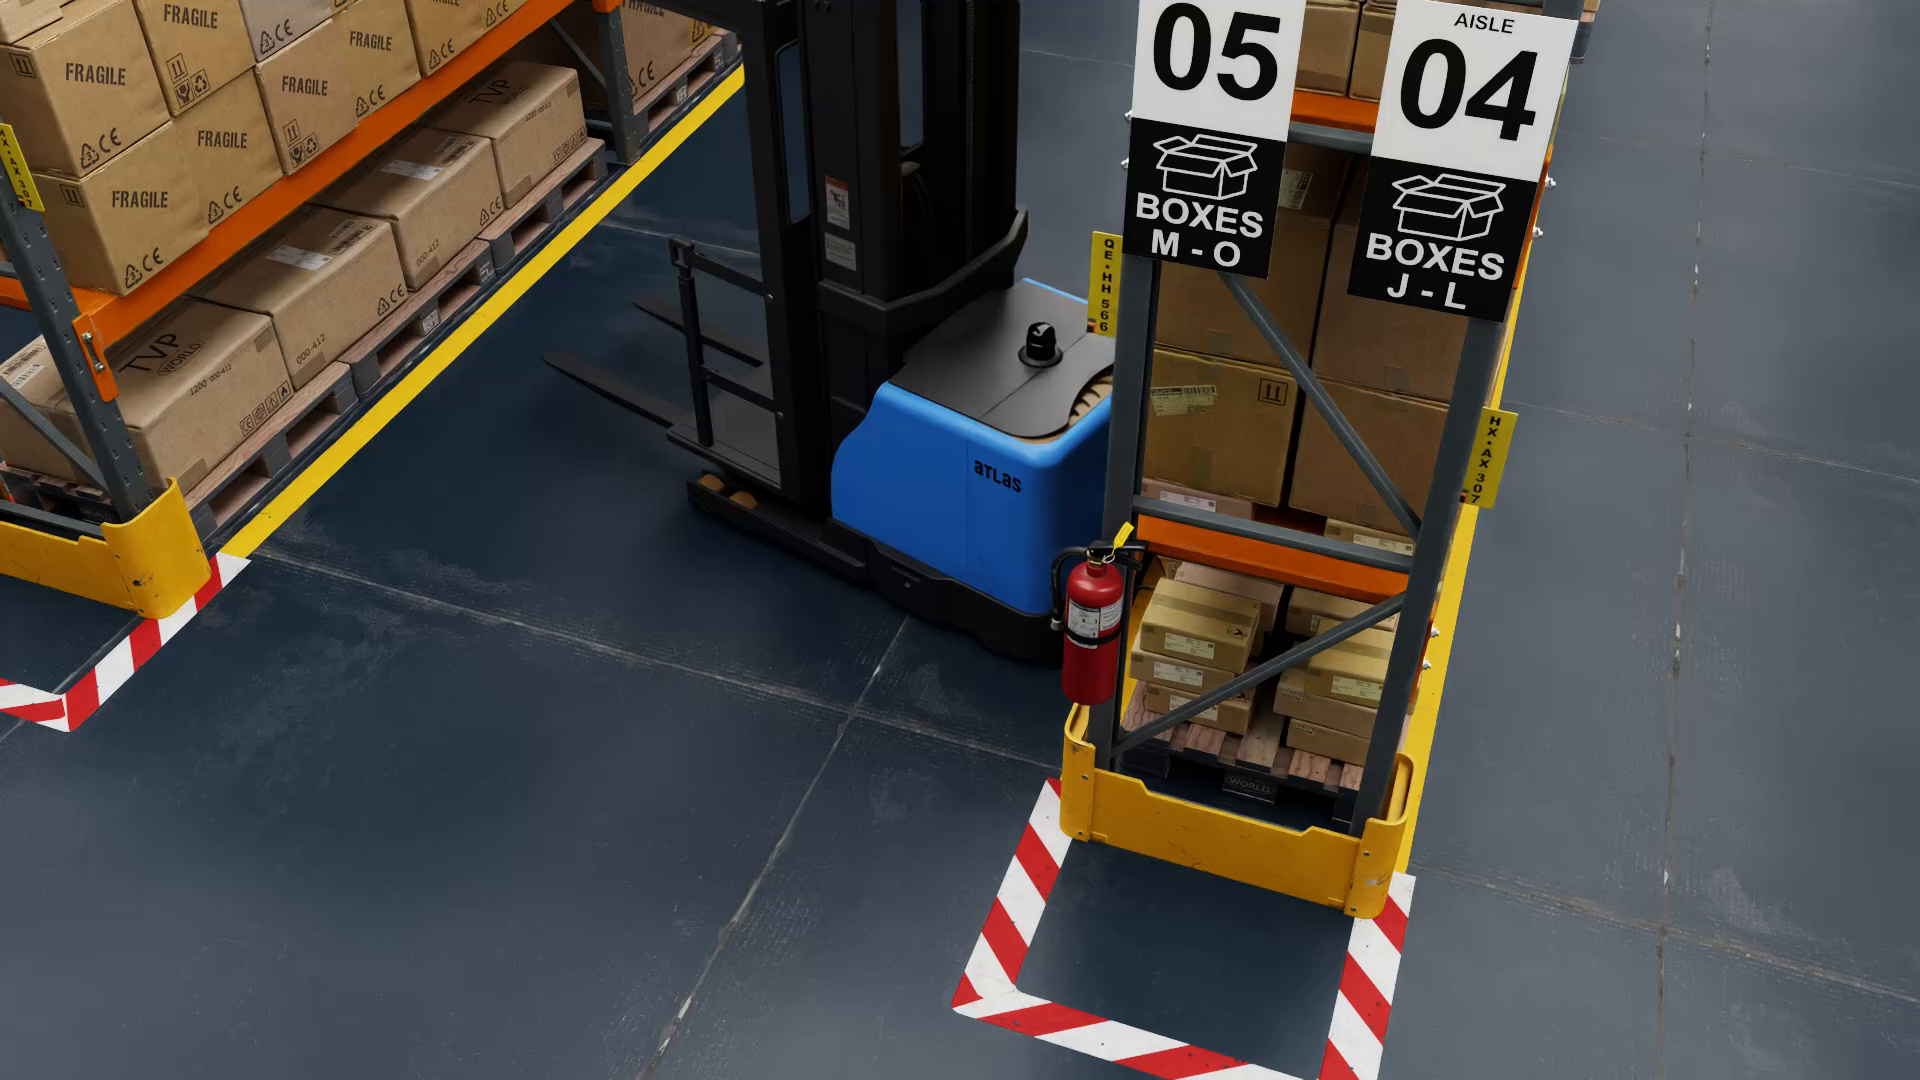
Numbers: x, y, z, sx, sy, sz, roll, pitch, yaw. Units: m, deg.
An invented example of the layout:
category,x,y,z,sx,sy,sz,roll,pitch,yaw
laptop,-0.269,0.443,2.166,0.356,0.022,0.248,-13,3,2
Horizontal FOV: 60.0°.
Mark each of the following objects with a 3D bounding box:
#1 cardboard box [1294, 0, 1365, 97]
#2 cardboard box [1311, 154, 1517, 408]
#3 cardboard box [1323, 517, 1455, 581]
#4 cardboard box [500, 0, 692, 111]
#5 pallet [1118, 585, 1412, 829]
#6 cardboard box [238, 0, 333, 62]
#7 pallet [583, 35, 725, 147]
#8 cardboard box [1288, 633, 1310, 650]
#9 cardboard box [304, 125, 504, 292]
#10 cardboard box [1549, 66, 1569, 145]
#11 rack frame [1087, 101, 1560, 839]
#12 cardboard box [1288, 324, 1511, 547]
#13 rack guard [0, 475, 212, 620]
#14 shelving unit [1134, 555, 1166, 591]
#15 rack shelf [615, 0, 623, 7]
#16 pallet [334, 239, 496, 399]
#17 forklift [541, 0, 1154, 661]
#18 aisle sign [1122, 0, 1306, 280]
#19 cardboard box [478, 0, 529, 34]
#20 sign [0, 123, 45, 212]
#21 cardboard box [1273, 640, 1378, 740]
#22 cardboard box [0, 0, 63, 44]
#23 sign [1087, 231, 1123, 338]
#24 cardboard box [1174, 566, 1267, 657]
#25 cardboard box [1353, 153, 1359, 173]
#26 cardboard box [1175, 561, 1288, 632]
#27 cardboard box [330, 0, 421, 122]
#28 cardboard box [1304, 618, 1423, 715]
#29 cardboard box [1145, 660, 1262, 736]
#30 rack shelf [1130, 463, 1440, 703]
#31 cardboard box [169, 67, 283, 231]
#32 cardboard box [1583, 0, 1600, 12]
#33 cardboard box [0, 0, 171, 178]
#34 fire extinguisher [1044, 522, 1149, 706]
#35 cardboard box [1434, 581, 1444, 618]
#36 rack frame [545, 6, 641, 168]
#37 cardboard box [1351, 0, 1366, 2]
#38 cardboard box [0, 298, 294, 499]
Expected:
category,x,y,z,sx,sy,sz,roll,pitch,yaw
cardboard box,0.831,-1.432,4.422,0.500,0.250,0.500,12,42,14
cardboard box,1.327,-0.758,4.751,0.500,0.500,0.500,13,42,15
cardboard box,1.343,-0.041,5.181,0.380,0.149,0.250,13,42,15
cardboard box,-2.258,-3.236,10.045,0.875,0.875,0.875,15,43,16
pallet,1.261,0.515,6.484,1.003,0.211,1.213,13,42,15
cardboard box,-2.992,-2.329,6.822,0.500,0.500,0.500,13,42,15
pallet,-2.201,-2.915,10.504,1.003,0.211,1.213,13,42,15
cardboard box,1.416,0.487,6.242,0.380,0.149,0.250,13,42,15
cardboard box,-3.016,-1.768,8.662,0.875,0.438,0.875,12,42,14
cardboard box,1.692,-1.380,5.480,0.500,0.500,0.500,12,42,14
rack frame,0.924,-0.012,4.953,1.000,3.000,0.127,13,42,15
cardboard box,1.337,-0.376,5.073,0.500,0.500,0.500,15,43,17
rack guard,-3.770,-0.083,6.963,1.175,0.500,0.348,13,42,15
shelving unit,0.833,-0.336,6.682,0.258,1.200,0.503,12,45,8
rack shelf,-1.710,-4.435,10.691,1.077,0.370,4.000,13,42,15
pallet,-3.143,-1.235,8.535,1.003,0.211,1.213,13,42,15
forklift,-0.588,-1.412,6.647,3.031,2.935,1.130,26,47,27
aisle sign,0.617,-1.023,4.135,0.394,0.787,0.004,13,42,15
cardboard box,-2.484,-2.872,8.228,0.500,0.500,0.500,12,42,14
sign,-3.243,-1.282,5.713,0.100,0.325,0.005,13,42,15
cardboard box,1.344,0.537,5.953,0.380,0.149,0.250,15,43,17
cardboard box,-3.381,-1.869,5.783,0.380,0.149,0.250,14,42,16
sign,0.409,-0.708,4.633,0.100,0.325,0.005,13,42,15
cardboard box,0.976,0.267,6.270,0.380,0.149,0.250,12,42,14
cardboard box,1.020,-1.187,5.253,0.500,0.500,0.500,12,42,14
cardboard box,1.007,0.167,6.158,0.380,0.149,0.250,14,42,16
cardboard box,-2.835,-2.246,7.495,0.500,0.500,0.500,15,43,17
cardboard box,1.422,0.442,5.835,0.380,0.149,0.250,11,42,13
cardboard box,0.908,0.546,6.172,0.380,0.149,0.250,14,42,16
rack shelf,1.608,-0.958,6.616,1.077,0.370,4.000,13,42,15
cardboard box,-3.181,-1.631,6.773,0.500,0.500,0.500,13,42,14
cardboard box,2.859,-2.654,7.920,0.380,0.149,0.250,11,42,13
cardboard box,-3.330,-1.697,6.080,0.500,0.500,0.500,12,42,14
fire extinguisher,0.404,0.211,5.039,0.296,0.674,0.183,13,42,15
cardboard box,1.610,0.122,6.210,0.380,0.149,0.250,13,42,15
rack frame,-2.394,-3.489,9.028,1.000,3.000,0.127,13,42,15
cardboard box,0.842,-1.624,4.261,0.500,0.250,0.500,12,42,14
cardboard box,-3.631,-0.659,7.362,0.875,0.438,0.875,12,42,14
